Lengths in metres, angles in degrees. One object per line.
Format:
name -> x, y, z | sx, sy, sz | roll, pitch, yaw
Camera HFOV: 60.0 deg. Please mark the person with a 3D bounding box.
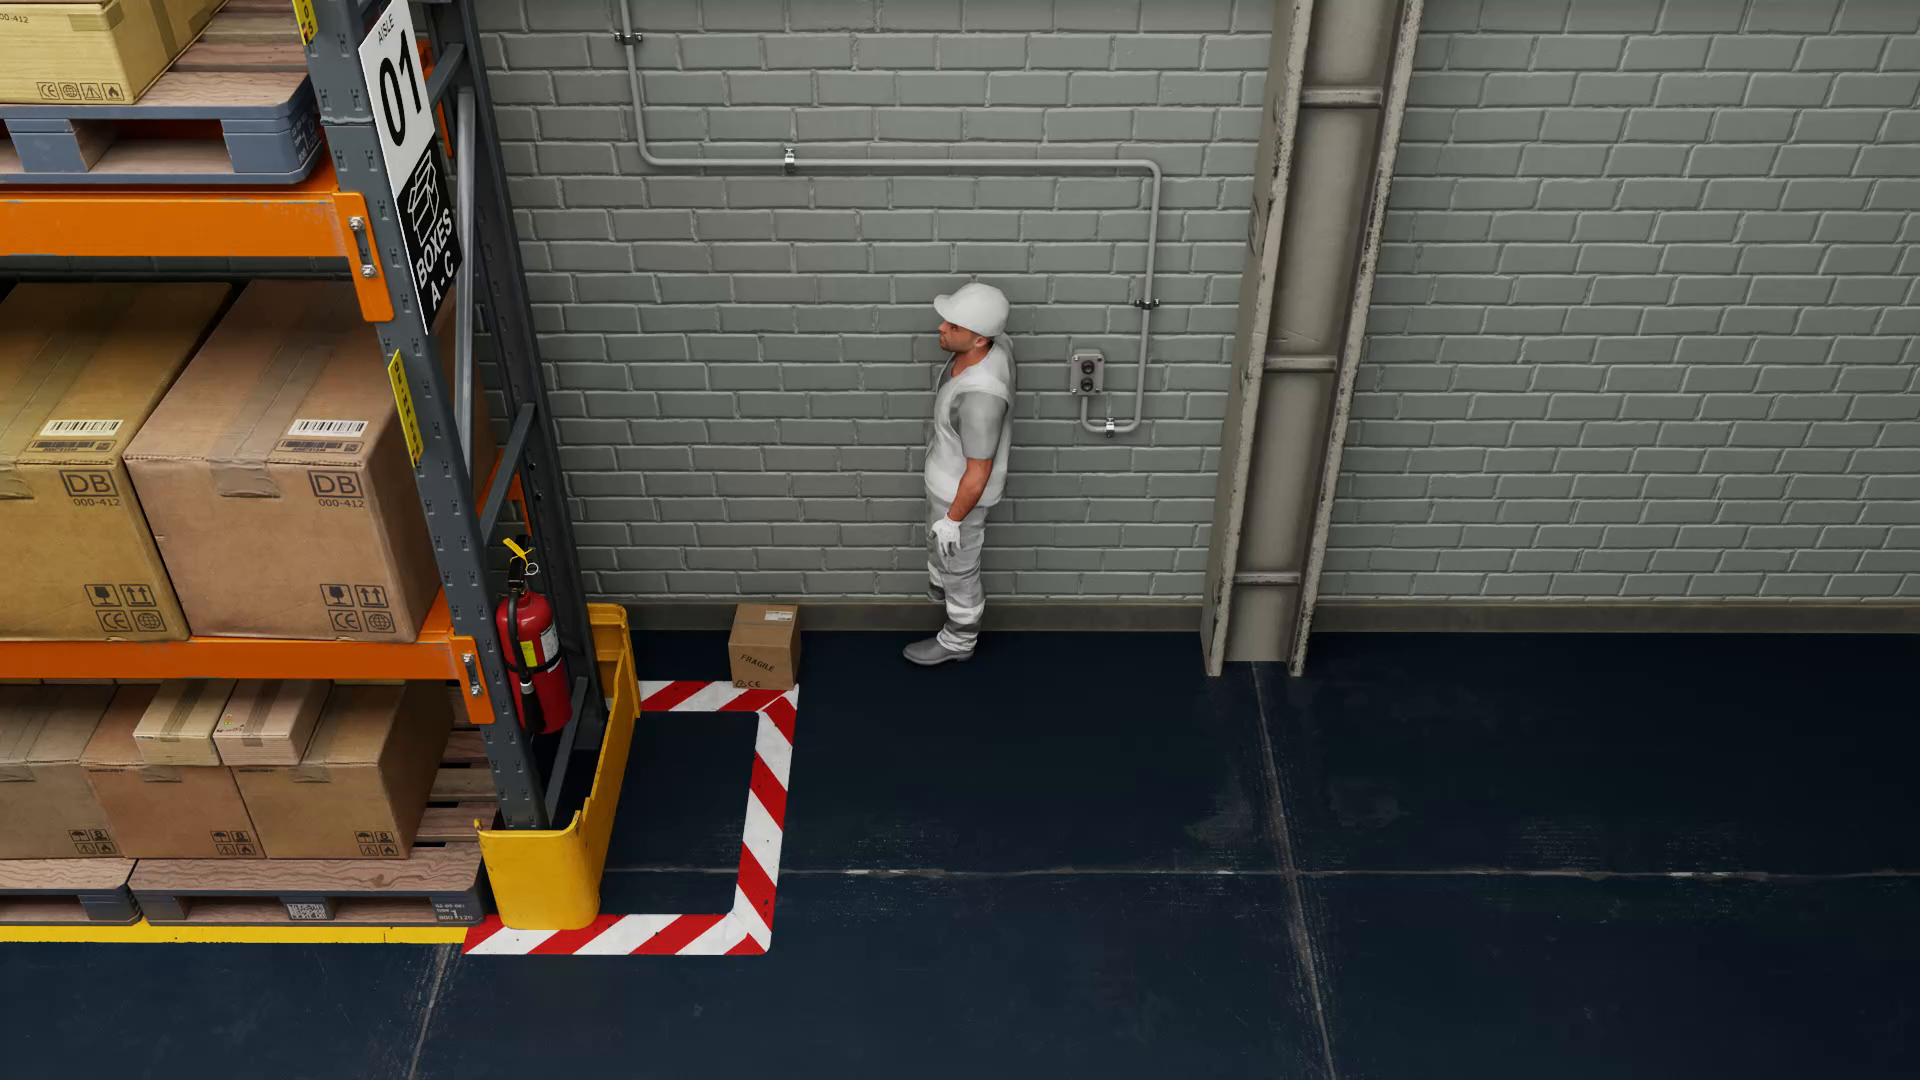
person -> -0.075, -0.229, 6.402 | 0.559, 1.788, 0.638 | 1, 39, 1
